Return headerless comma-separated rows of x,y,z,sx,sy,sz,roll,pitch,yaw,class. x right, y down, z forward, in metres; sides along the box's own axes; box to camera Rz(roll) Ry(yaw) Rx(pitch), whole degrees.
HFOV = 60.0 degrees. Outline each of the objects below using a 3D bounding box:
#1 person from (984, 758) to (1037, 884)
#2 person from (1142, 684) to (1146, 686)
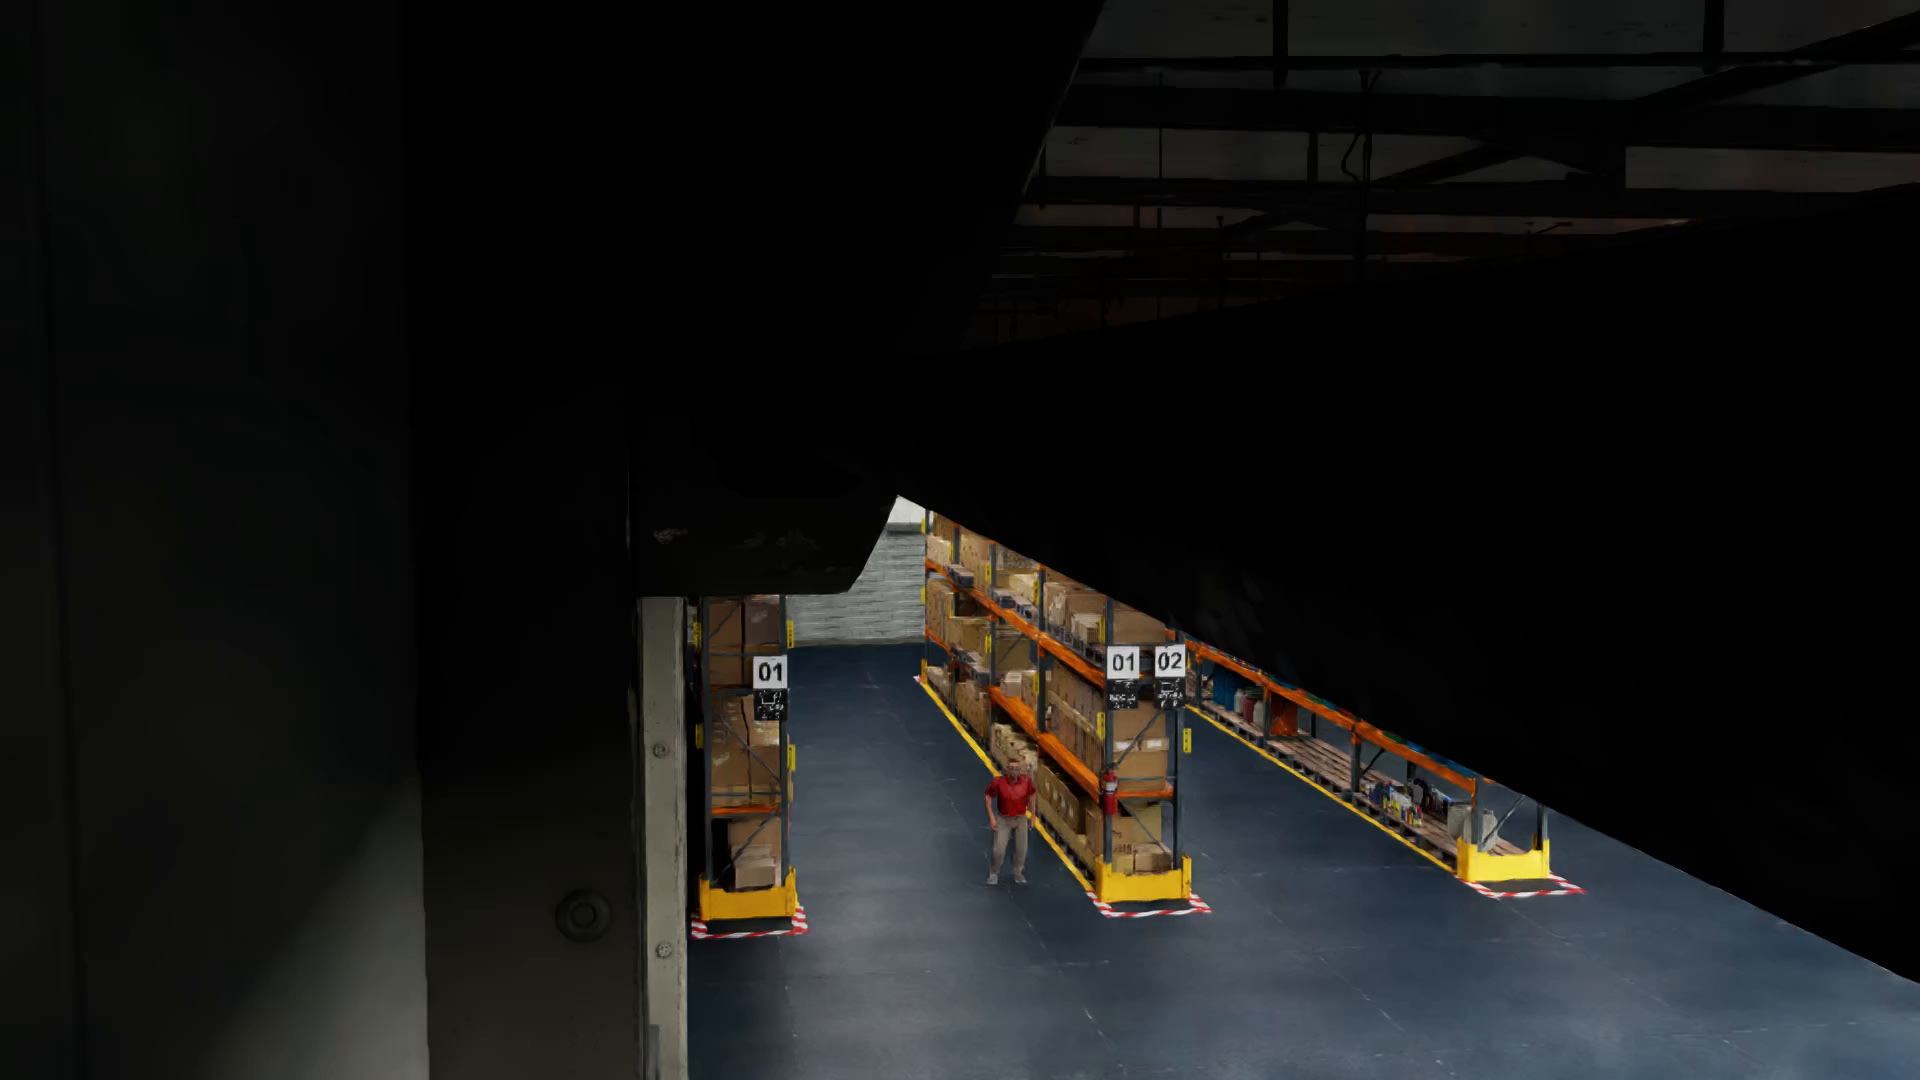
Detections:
0.652,3.613,21.448,0.682,1.676,0.535,-1,5,-11,person
3.502,2.595,33.628,0.624,1.569,0.828,0,5,-4,person
